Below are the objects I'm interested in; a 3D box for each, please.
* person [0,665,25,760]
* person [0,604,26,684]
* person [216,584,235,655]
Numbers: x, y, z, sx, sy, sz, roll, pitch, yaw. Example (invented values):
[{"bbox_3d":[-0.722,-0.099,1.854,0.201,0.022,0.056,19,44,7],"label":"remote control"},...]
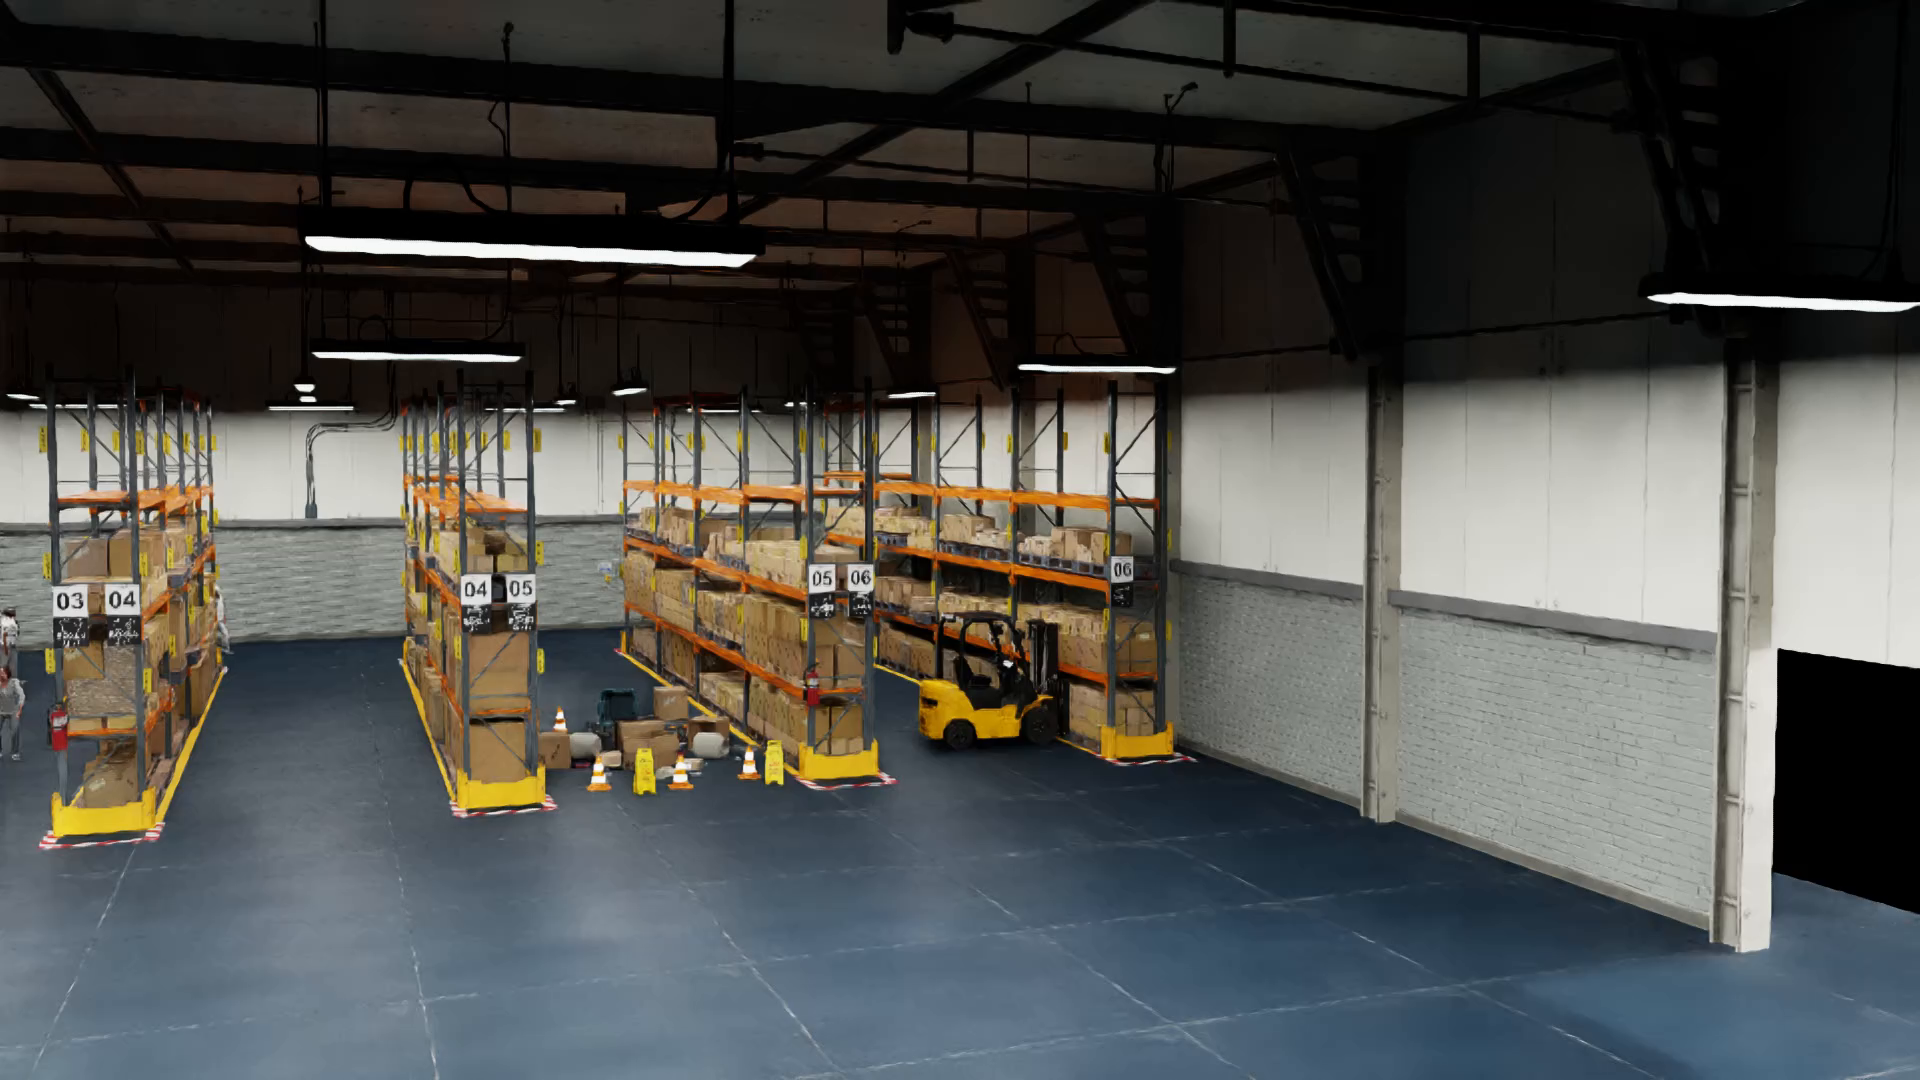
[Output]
[{"bbox_3d":[-14.998,2.711,26.128,0.566,1.541,0.519,-1,4,-24],"label":"person"},{"bbox_3d":[-19.564,2.167,34.186,0.490,1.666,0.580,-1,3,-14],"label":"person"},{"bbox_3d":[-17.553,1.853,39.129,0.689,1.712,0.810,-3,4,-39],"label":"person"}]
